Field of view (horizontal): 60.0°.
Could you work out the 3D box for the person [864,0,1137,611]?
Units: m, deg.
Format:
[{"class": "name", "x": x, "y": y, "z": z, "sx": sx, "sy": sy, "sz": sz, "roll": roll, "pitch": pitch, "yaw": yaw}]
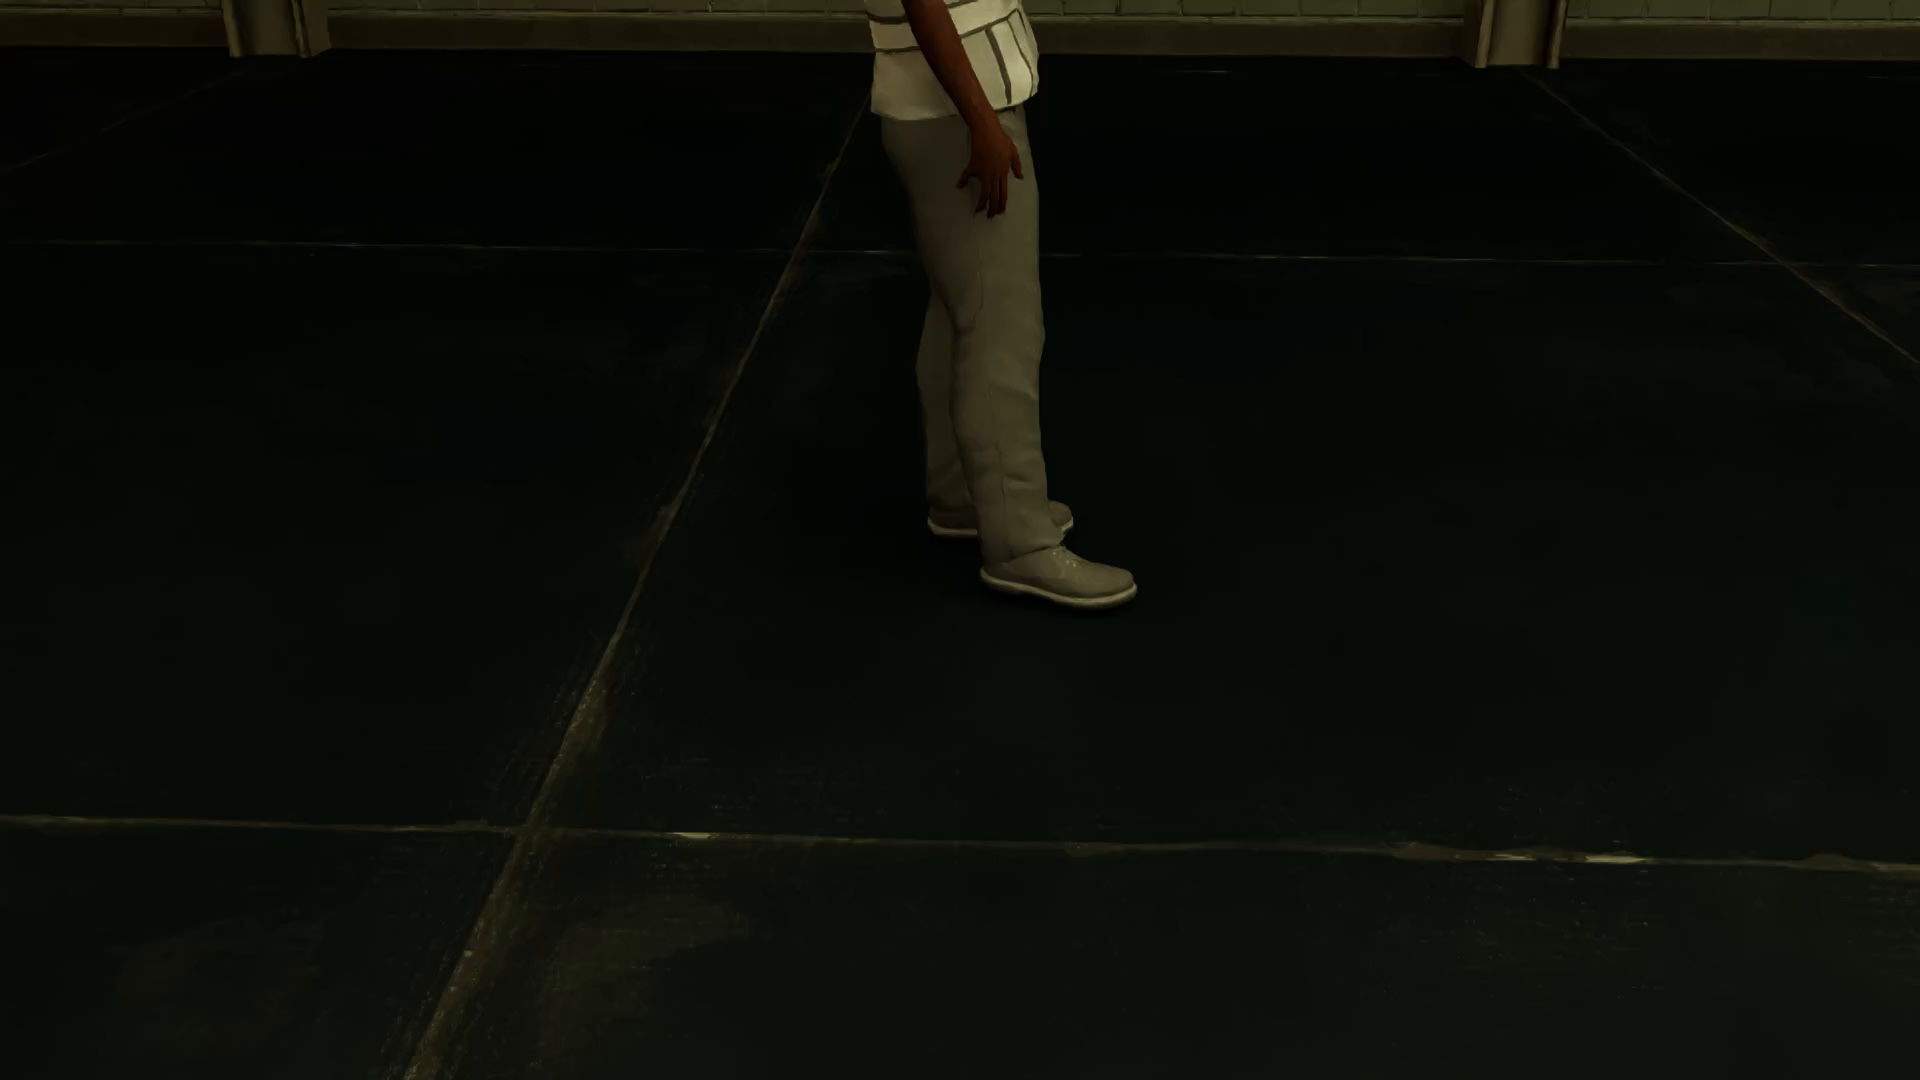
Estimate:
[{"class": "person", "x": 0.074, "y": -0.757, "z": 2.934, "sx": 0.529, "sy": 1.695, "sz": 0.570, "roll": 1, "pitch": 26, "yaw": 2}]
